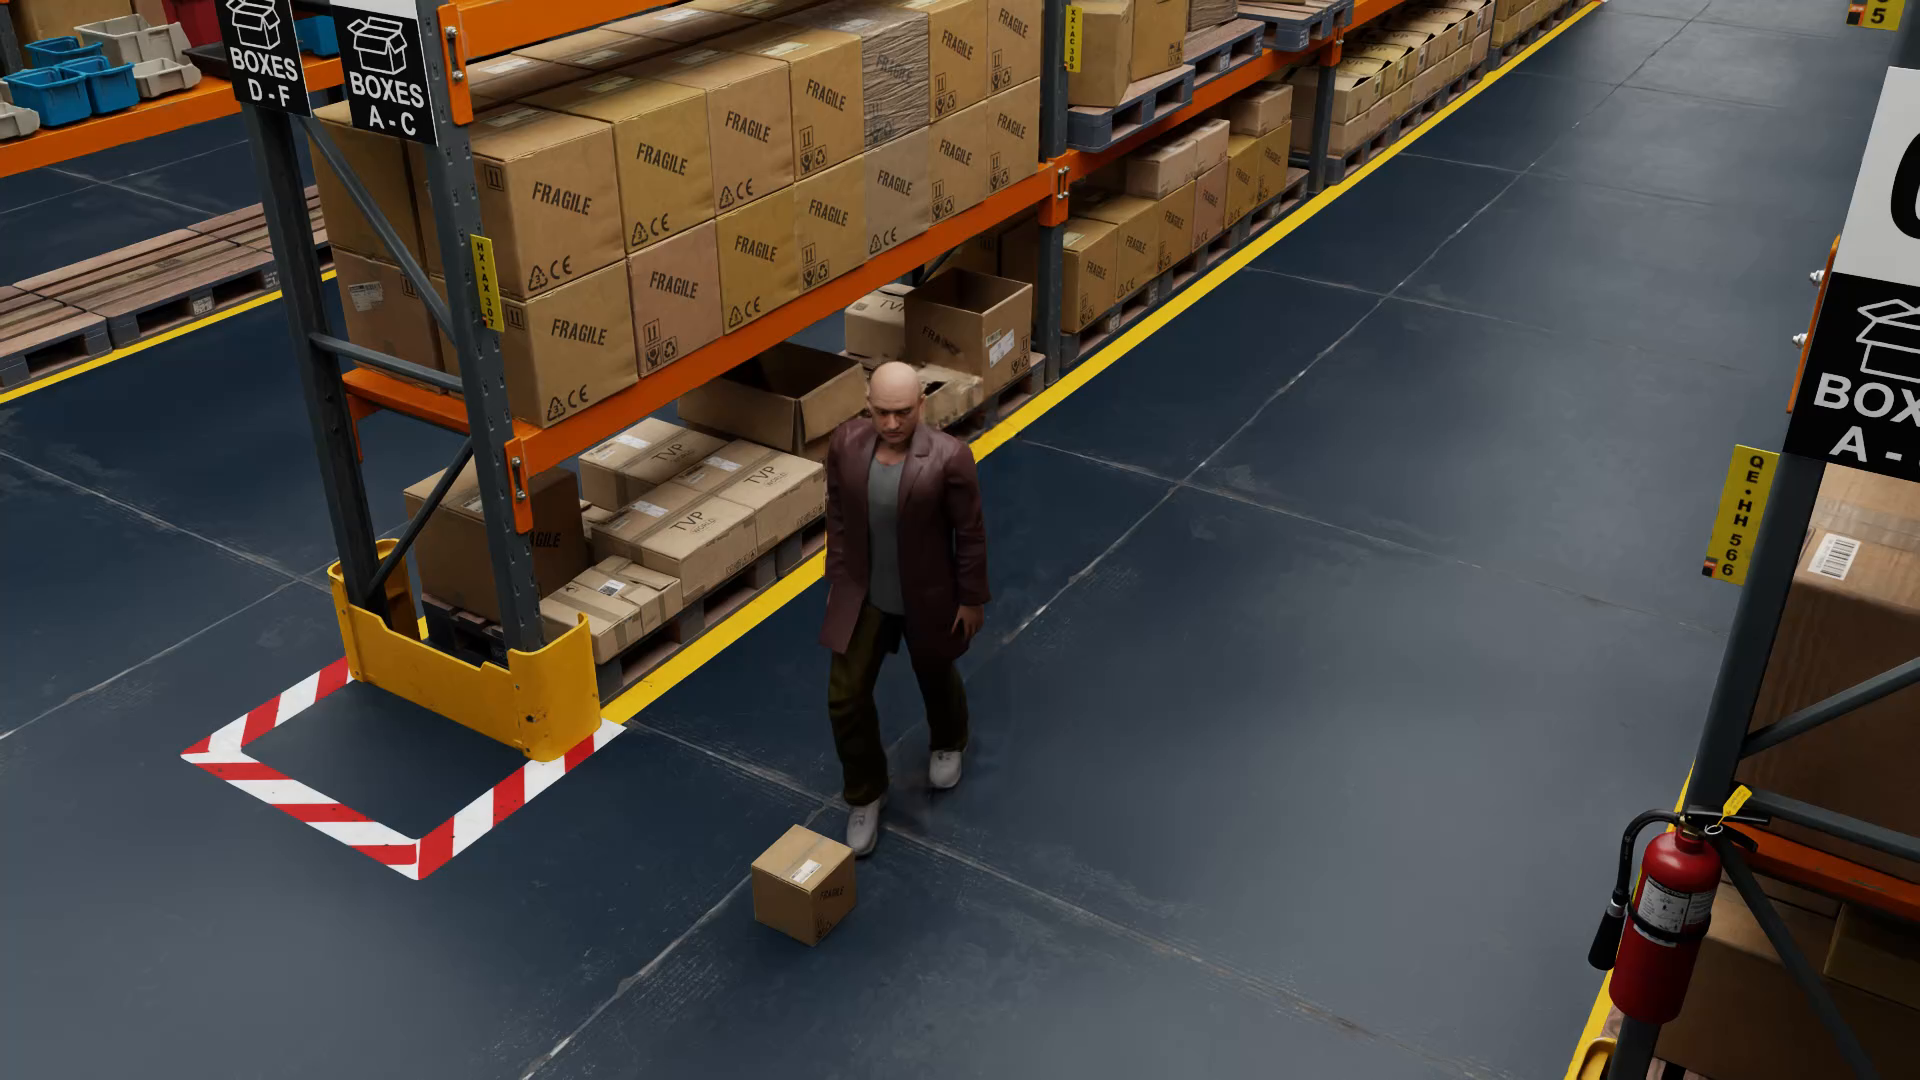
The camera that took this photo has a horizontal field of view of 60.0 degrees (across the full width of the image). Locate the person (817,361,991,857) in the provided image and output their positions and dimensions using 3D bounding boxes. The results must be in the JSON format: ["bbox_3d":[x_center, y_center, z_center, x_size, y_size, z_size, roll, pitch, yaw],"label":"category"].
[{"bbox_3d":[-0.206,0.200,5.776,0.601,1.745,0.817,9,31,15],"label":"person"}]
